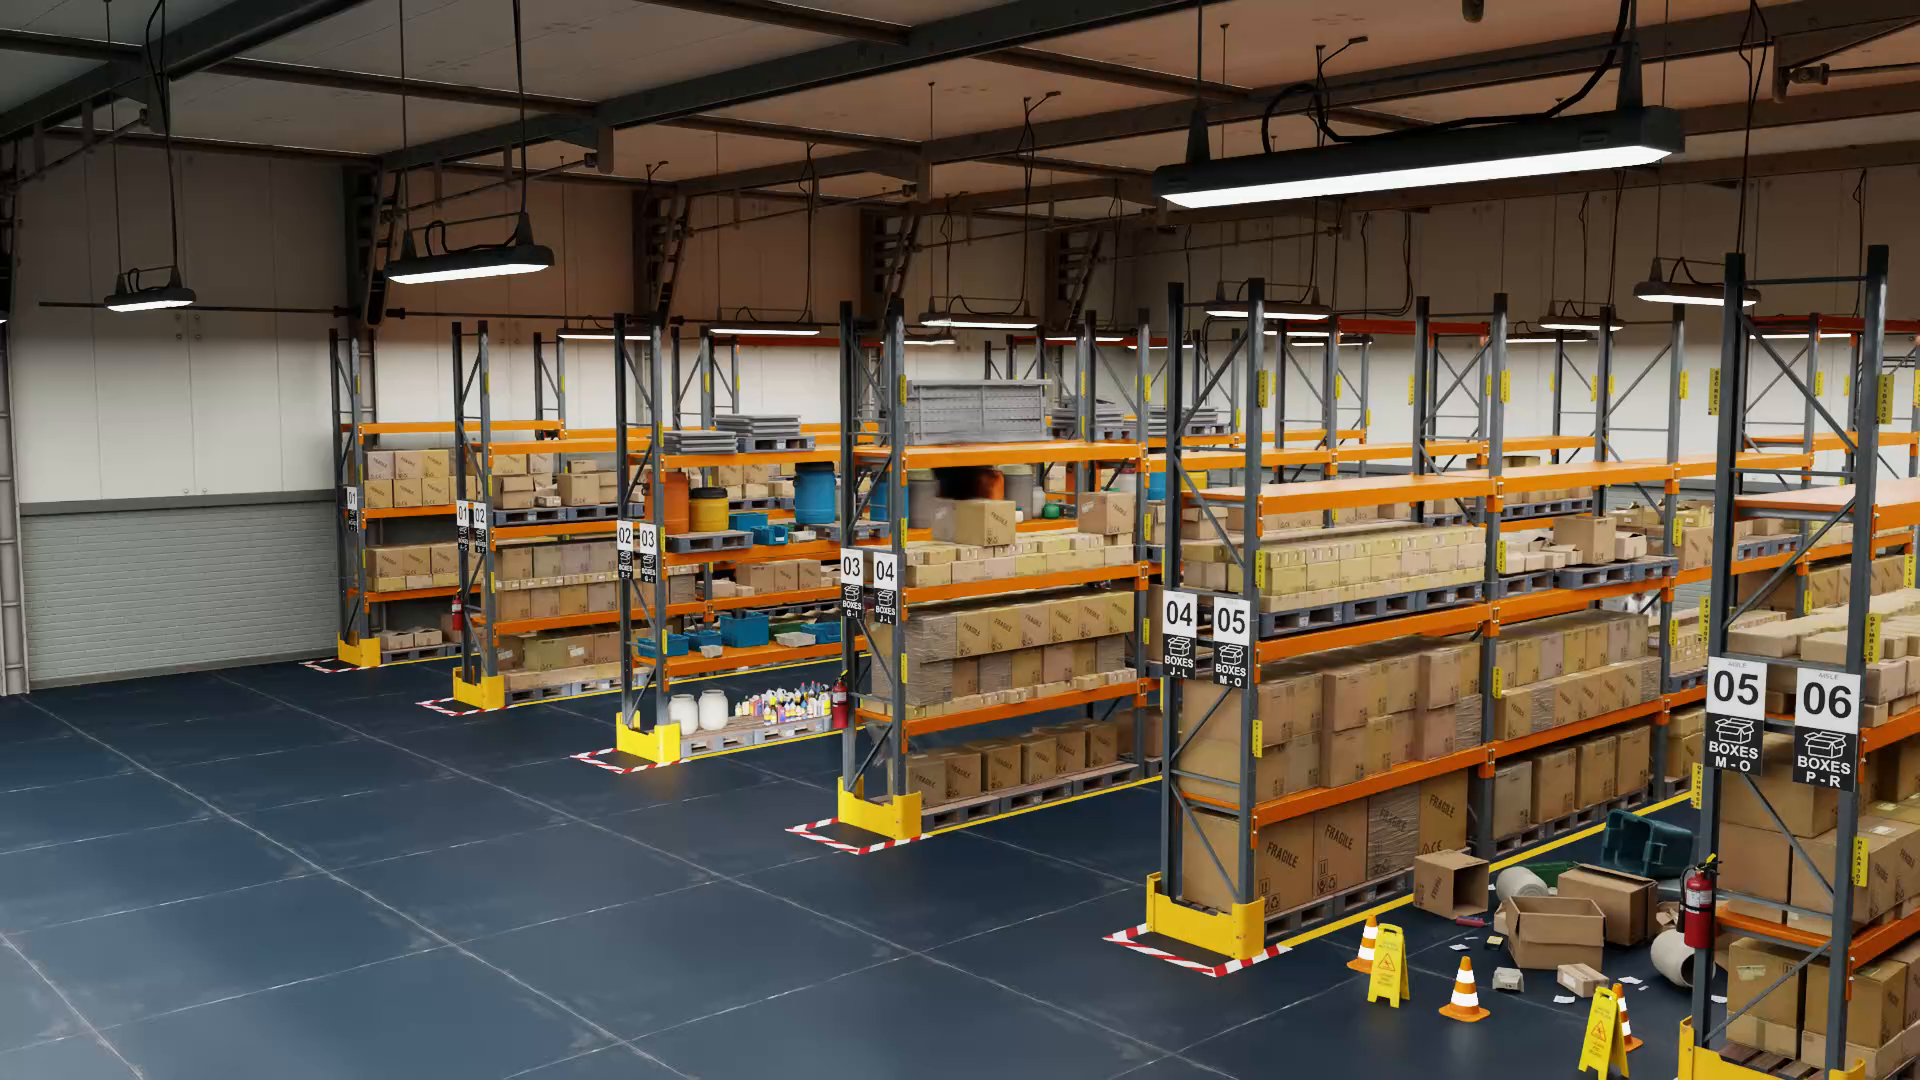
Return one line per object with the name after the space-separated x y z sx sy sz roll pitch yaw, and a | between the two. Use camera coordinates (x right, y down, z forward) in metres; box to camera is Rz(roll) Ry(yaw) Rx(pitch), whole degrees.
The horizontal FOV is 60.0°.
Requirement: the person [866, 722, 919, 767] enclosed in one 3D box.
-0.828 2.085 21.220 0.731 1.641 0.560 -4 7 -37 | person

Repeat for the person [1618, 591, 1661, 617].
11.334 1.540 27.792 0.700 1.797 0.856 3 6 28 | person
